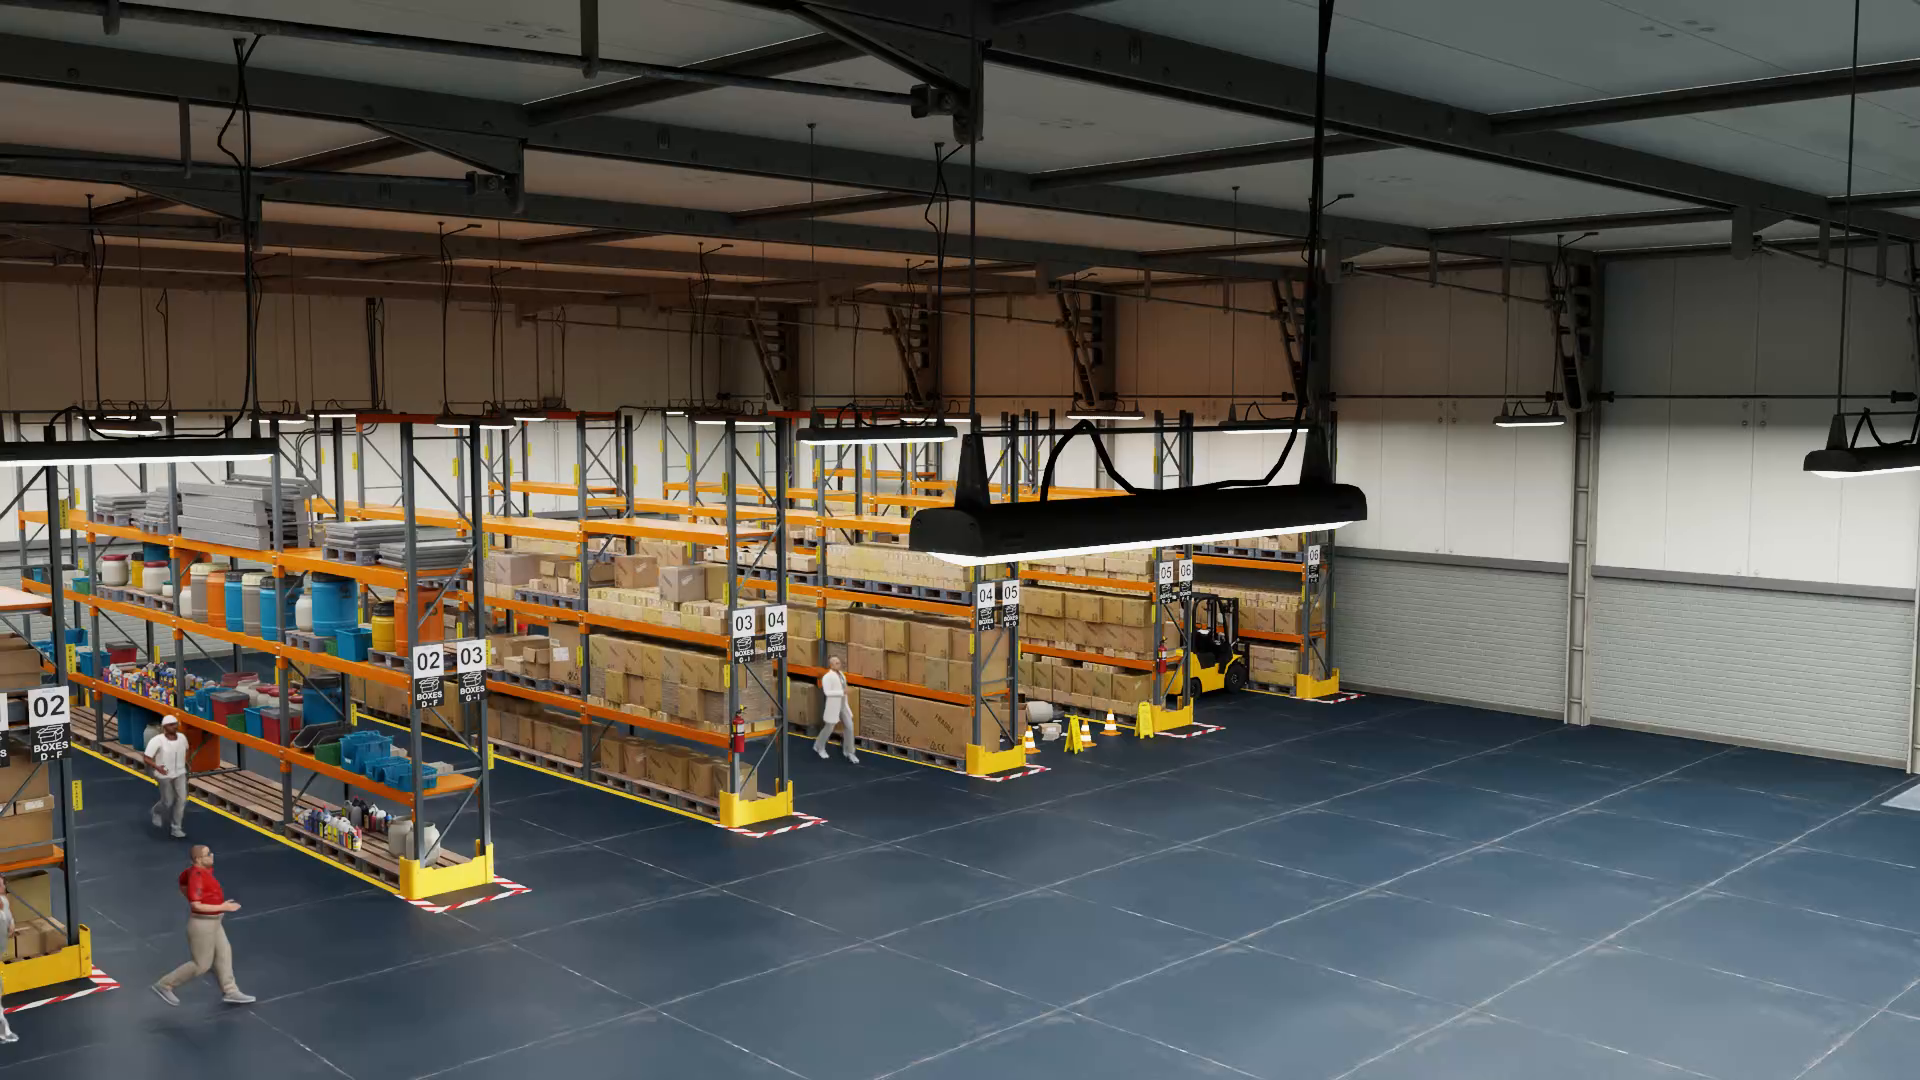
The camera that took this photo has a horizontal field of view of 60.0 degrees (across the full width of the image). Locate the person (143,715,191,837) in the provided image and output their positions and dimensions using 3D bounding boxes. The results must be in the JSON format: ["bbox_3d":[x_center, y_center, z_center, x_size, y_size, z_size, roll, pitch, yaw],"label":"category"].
[{"bbox_3d":[-11.361,3.381,23.937,0.725,1.743,0.697,4,6,36],"label":"person"}]

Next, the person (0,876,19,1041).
[{"bbox_3d":[-9.661,4.123,16.522,0.815,1.583,0.556,0,5,5],"label":"person"}]

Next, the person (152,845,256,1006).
[{"bbox_3d":[-7.797,3.985,17.105,0.963,1.730,0.677,-2,5,-19],"label":"person"}]

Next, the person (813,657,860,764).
[{"bbox_3d":[-2.159,2.930,28.787,0.924,1.829,0.678,4,6,38],"label":"person"}]

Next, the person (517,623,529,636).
[{"bbox_3d":[-8.728,2.548,33.294,0.940,1.778,0.656,3,6,34],"label":"person"}]
